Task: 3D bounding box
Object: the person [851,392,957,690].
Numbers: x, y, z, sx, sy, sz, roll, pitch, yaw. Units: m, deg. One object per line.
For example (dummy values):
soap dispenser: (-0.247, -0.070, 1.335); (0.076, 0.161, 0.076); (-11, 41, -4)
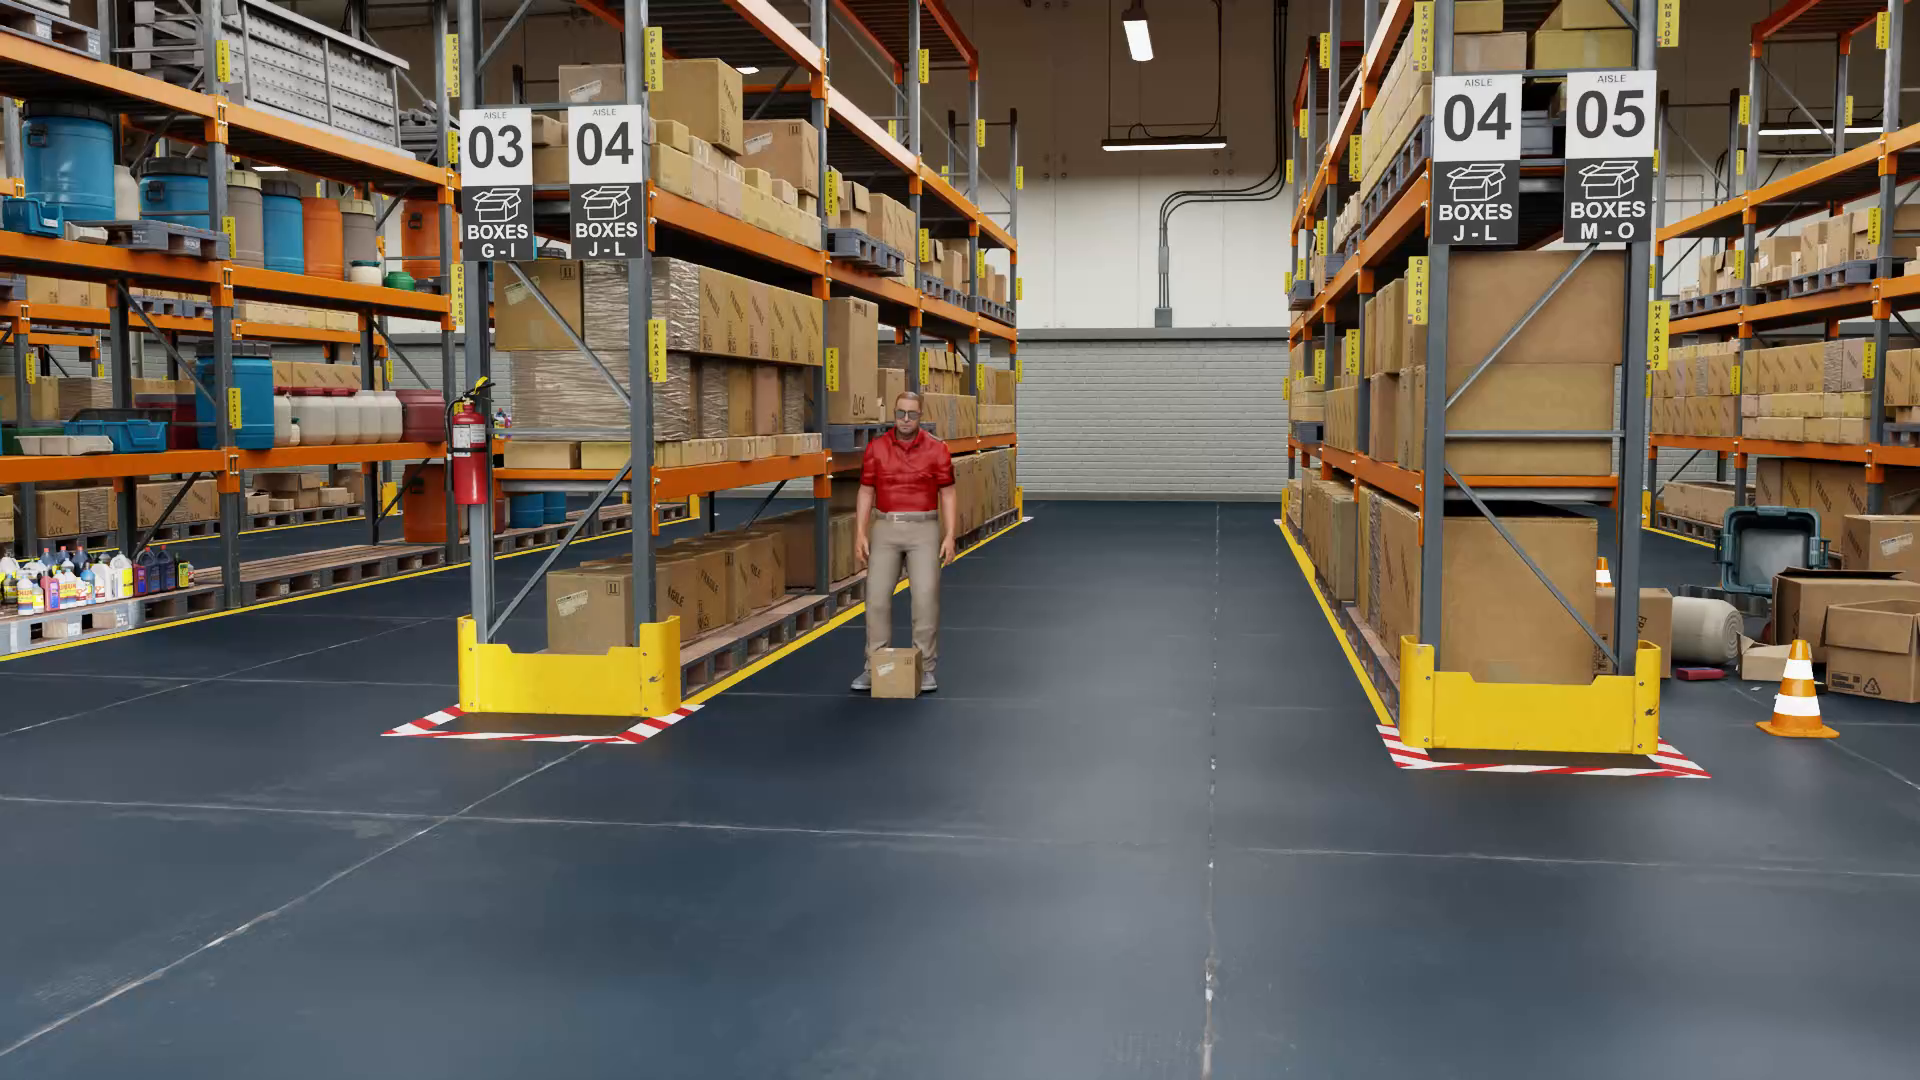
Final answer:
person: (-0.321, 0.002, 9.697); (0.606, 1.727, 0.389); (0, 4, 5)
